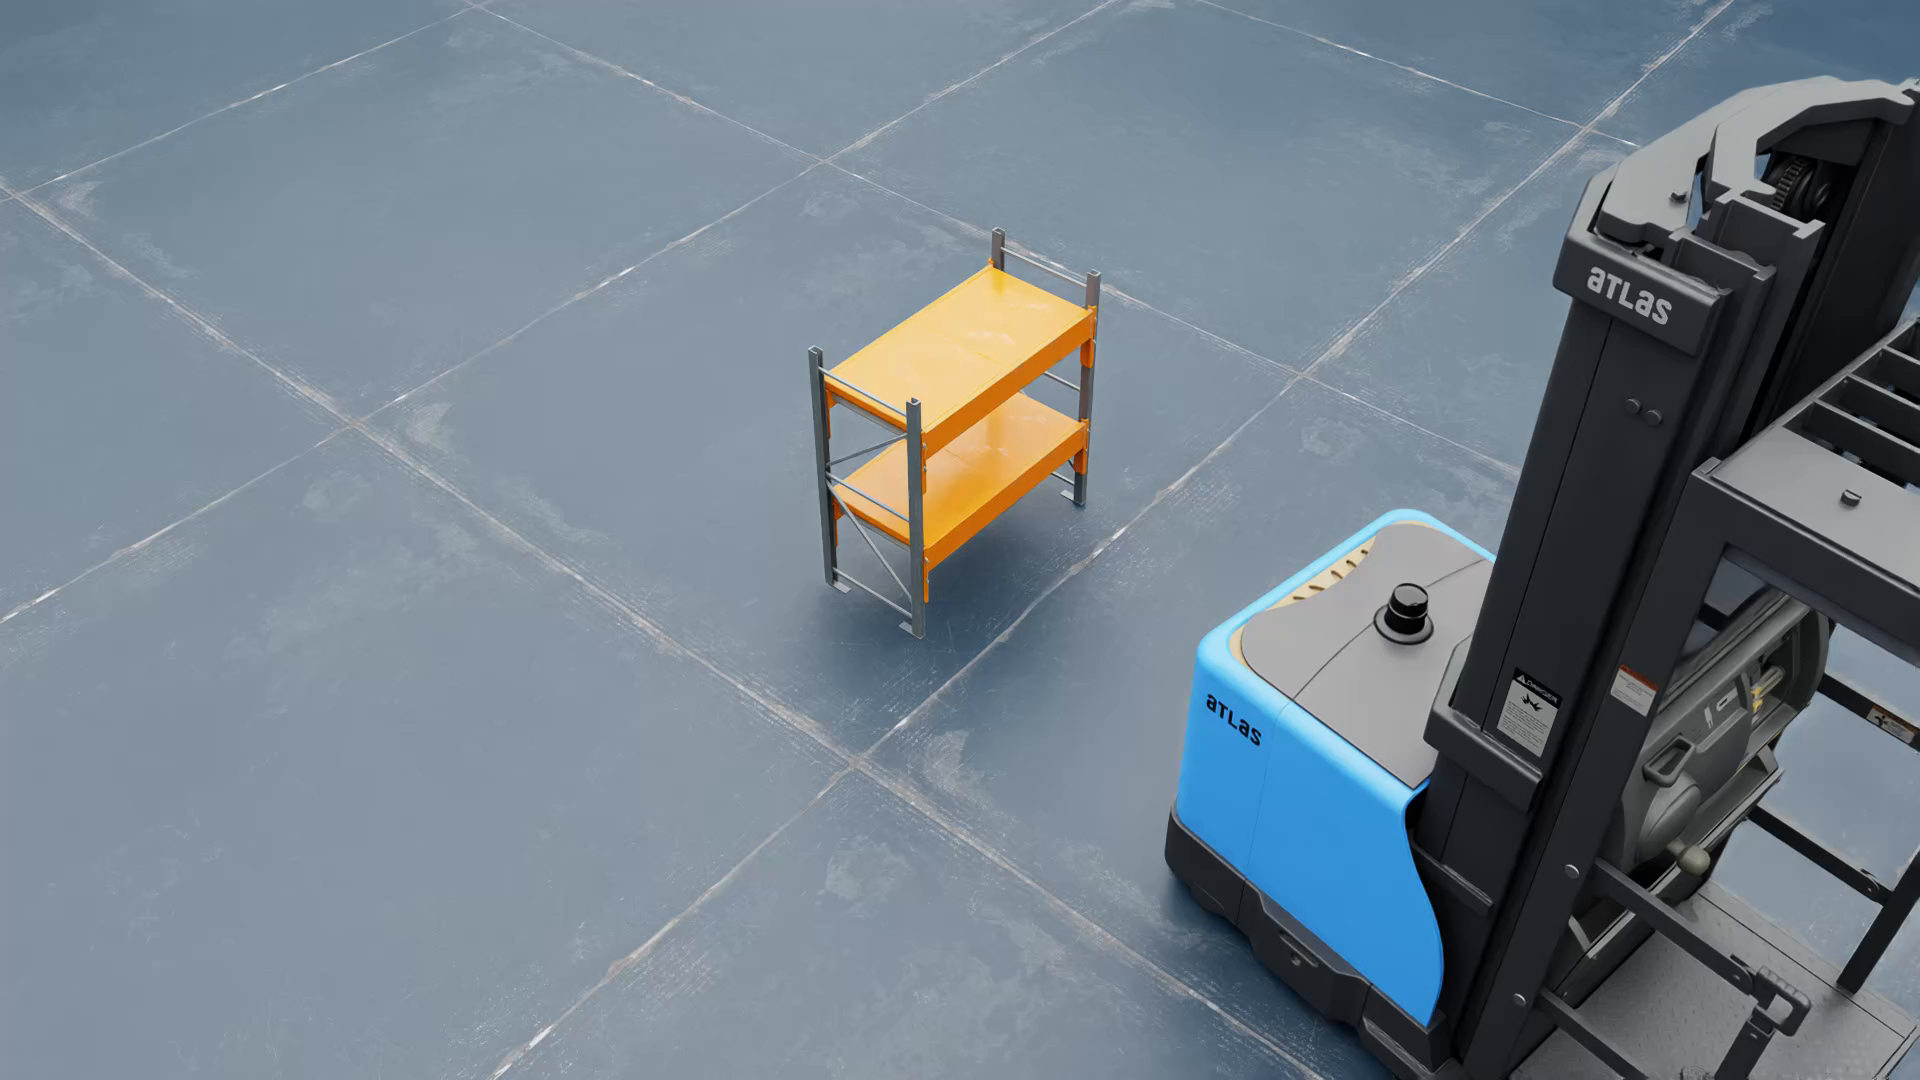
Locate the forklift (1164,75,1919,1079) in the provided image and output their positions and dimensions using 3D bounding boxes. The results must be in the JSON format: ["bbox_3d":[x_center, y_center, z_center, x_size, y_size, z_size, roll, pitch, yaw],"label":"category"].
[{"bbox_3d":[2.015,0.549,3.967,1.130,2.935,3.031,-30,50,-29],"label":"forklift"}]

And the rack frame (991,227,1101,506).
[{"bbox_3d":[0.323,-0.674,6.656,0.500,1.125,0.032,29,50,28],"label":"rack frame"}]

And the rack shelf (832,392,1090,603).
[{"bbox_3d":[-0.004,-0.232,6.532,0.538,0.278,1.000,29,50,28],"label":"rack shelf"}]

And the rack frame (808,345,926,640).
[{"bbox_3d":[-0.332,-0.151,6.080,0.500,1.125,0.032,29,50,28],"label":"rack frame"}]

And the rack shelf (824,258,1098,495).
[{"bbox_3d":[-0.004,-0.629,6.171,0.538,0.278,1.000,29,50,28],"label":"rack shelf"}]

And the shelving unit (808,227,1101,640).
[{"bbox_3d":[-0.004,-0.413,6.368,0.538,1.125,1.048,29,50,28],"label":"shelving unit"}]
